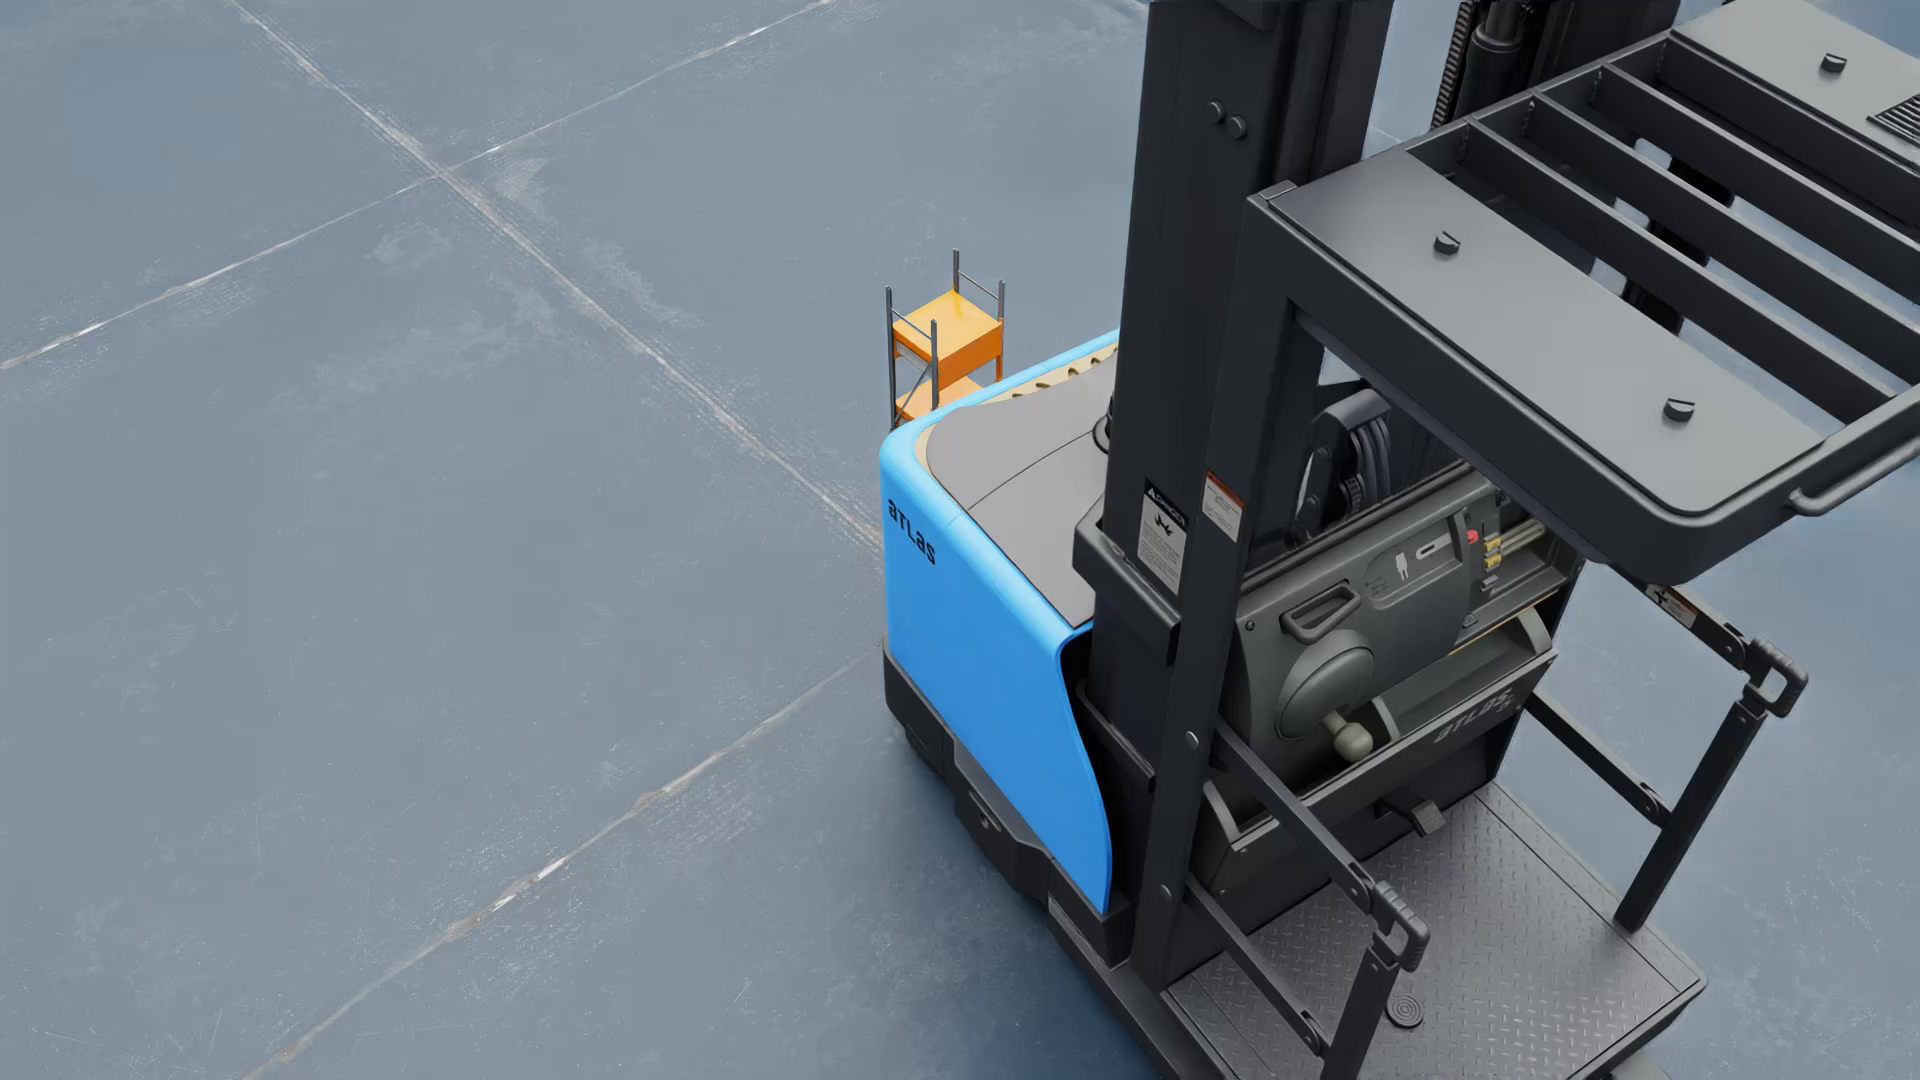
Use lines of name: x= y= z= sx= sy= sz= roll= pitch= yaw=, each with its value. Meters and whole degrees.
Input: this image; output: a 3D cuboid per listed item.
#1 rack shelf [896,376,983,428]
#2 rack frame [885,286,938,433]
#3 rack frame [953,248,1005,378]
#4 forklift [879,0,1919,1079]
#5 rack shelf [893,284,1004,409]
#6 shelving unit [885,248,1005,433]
rack shelf: x=-0.040 y=-0.322 z=4.848 sx=0.240 sy=0.259 sz=0.215 roll=-34 pitch=56 yaw=-27
rack frame: x=-0.130 y=-0.269 z=4.784 sx=0.008 sy=1.050 sz=0.200 roll=-34 pitch=56 yaw=-27
rack frame: x=0.051 y=-0.390 z=4.895 sx=0.008 sy=1.050 sz=0.200 roll=-34 pitch=56 yaw=-27
forklift: x=1.017 y=0.190 z=3.080 sx=1.130 sy=2.935 sz=3.031 roll=-26 pitch=52 yaw=-22
rack shelf: x=-0.040 y=-0.515 z=4.639 sx=0.240 sy=0.259 sz=0.215 roll=-34 pitch=56 yaw=-27
shelving unit: x=-0.040 y=-0.330 z=4.840 sx=0.252 sy=1.050 sz=0.215 roll=-34 pitch=56 yaw=-27
